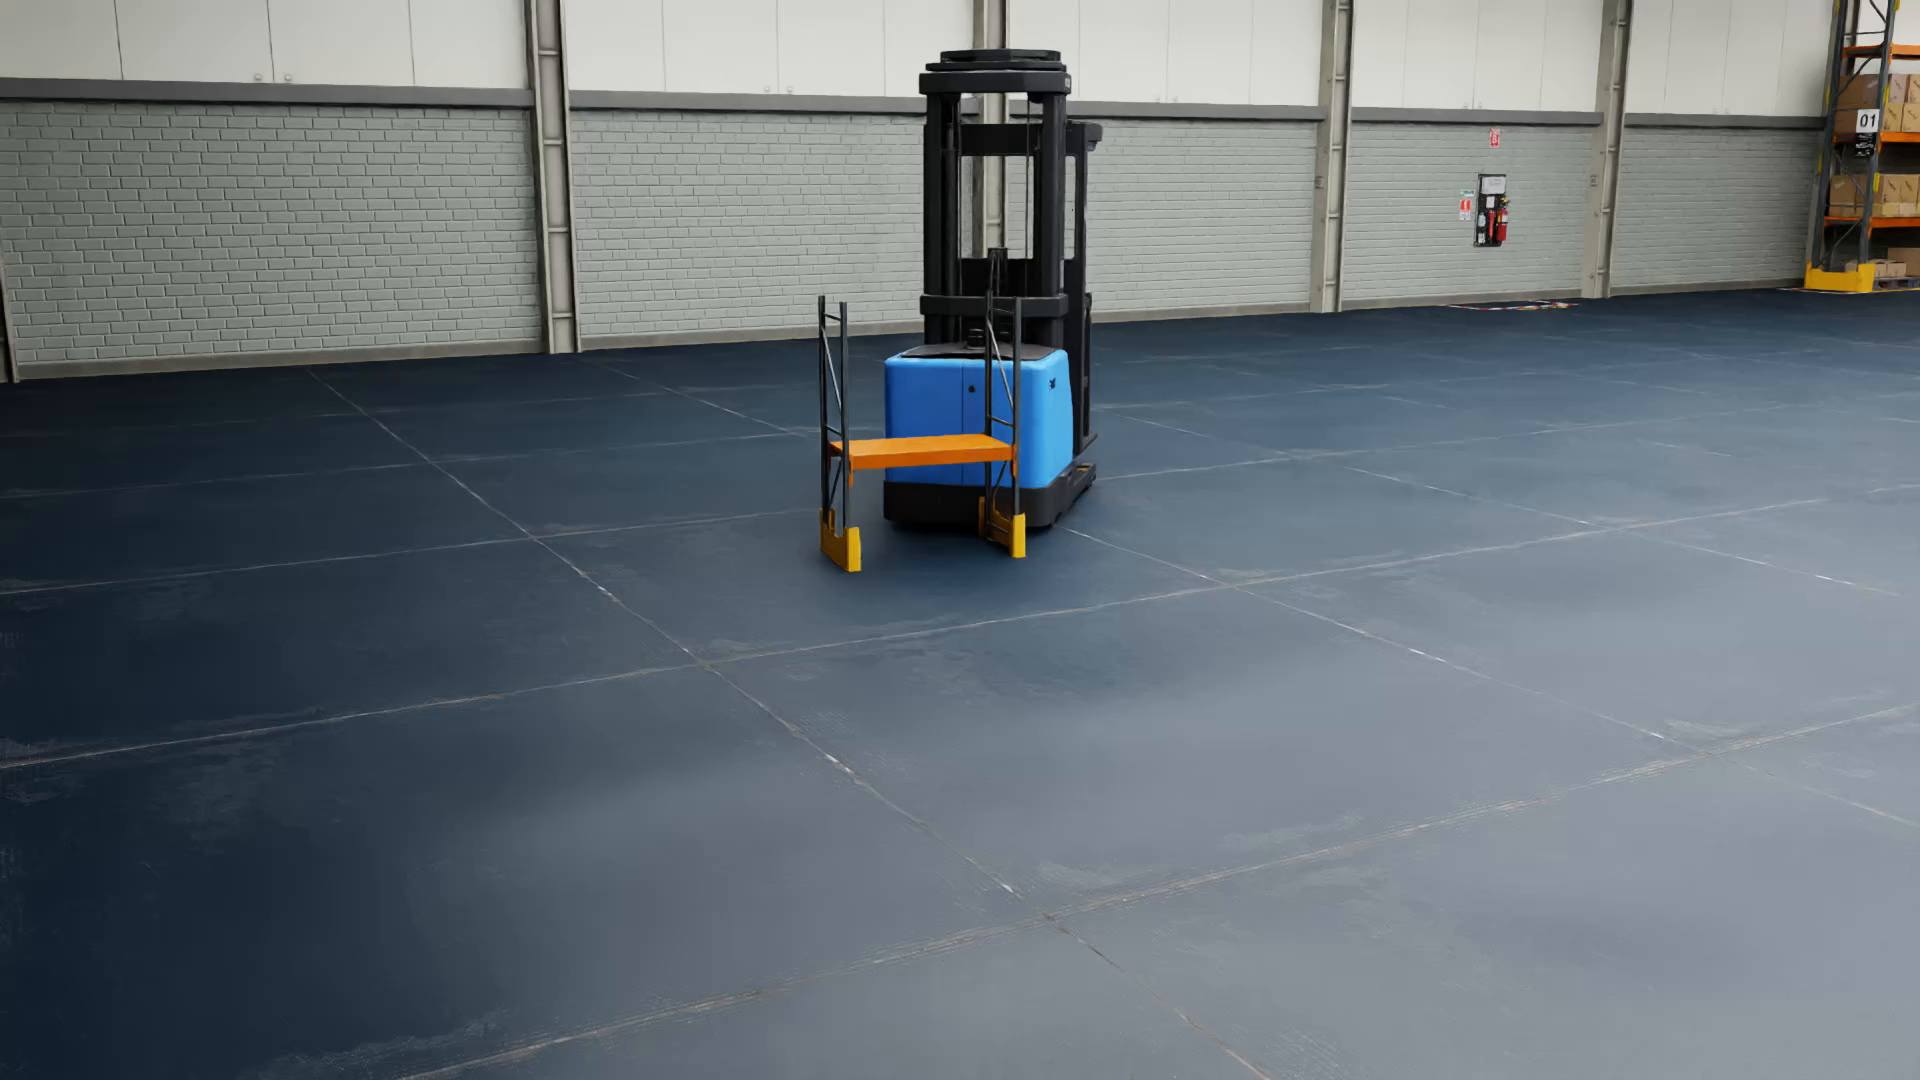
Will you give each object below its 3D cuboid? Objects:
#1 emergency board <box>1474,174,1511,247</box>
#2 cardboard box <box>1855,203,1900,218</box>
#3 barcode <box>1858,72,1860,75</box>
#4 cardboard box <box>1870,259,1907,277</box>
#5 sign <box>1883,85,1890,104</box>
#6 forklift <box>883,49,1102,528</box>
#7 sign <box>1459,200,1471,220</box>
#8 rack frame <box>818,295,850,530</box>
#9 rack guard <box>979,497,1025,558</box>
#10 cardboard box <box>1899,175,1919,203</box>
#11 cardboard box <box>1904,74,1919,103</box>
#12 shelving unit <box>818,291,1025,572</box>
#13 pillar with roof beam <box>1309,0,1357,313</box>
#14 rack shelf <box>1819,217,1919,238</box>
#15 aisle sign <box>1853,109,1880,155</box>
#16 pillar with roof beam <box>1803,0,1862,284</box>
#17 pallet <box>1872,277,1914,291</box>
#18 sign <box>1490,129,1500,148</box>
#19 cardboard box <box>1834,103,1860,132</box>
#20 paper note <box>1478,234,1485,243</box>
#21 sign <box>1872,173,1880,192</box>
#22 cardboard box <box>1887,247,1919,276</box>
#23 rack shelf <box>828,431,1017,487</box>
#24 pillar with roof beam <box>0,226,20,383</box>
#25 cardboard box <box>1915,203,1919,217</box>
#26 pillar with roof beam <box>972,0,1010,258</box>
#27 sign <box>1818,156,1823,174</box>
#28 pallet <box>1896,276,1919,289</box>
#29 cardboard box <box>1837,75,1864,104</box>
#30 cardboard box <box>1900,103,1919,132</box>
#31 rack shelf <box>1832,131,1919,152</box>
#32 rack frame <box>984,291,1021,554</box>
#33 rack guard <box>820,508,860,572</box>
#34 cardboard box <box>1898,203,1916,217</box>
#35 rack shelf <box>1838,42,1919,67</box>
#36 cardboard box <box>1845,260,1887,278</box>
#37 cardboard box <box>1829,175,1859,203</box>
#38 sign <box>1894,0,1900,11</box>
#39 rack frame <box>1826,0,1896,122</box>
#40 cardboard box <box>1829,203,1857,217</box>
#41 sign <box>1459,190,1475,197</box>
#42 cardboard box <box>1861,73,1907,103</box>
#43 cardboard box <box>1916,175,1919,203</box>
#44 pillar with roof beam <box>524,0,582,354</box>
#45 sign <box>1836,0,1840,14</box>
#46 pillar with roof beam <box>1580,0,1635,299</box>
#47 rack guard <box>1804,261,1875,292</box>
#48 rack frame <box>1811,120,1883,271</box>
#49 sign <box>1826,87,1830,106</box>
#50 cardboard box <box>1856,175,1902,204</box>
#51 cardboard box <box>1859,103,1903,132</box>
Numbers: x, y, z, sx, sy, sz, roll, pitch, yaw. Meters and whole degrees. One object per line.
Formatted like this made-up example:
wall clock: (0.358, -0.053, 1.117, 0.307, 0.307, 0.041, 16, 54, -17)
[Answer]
emergency board: (8.762, -5.395, 27.248, 0.643, 1.169, 0.194, -7, 14, -28)
cardboard box: (16.596, -5.965, 30.078, 0.500, 0.250, 0.500, -7, 15, -29)
barcode: (16.400, -8.502, 30.352, 0.075, 0.075, 0.001, -7, 14, -28)
cardboard box: (17.167, -5.056, 30.867, 0.500, 0.311, 0.500, -6, 14, -23)
sign: (16.276, -7.823, 29.218, 0.005, 0.325, 0.100, -7, 14, -28)
forklift: (0.353, -1.783, 11.357, 1.130, 2.935, 3.031, 3, 13, 13)
sign: (8.227, -5.374, 27.074, 0.234, 0.329, 0.001, -7, 14, -28)
rack frame: (-0.711, -0.614, 9.421, 0.032, 1.500, 0.500, -4, 13, -19)
rack guard: (0.245, -0.079, 9.892, 0.087, 0.250, 0.587, -4, 13, -19)
cardboard box: (17.018, -6.383, 30.228, 0.500, 0.500, 0.500, -7, 14, -28)
cardboard box: (16.935, -8.085, 29.819, 0.500, 0.500, 0.500, -7, 14, -29)
shelving unit: (-0.224, -0.652, 9.591, 1.083, 1.500, 0.587, -4, 13, -19)
pillar with roof beam: (7.746, -7.113, 21.221, 0.400, 9.000, 9.100, -7, 14, -28)
rack shelf: (17.771, -5.898, 31.122, 4.000, 0.370, 1.077, -7, 14, -28)
aisle sign: (16.096, -7.241, 29.532, 0.004, 0.787, 0.394, -7, 14, -28)
pillar with roof beam: (18.279, -8.376, 26.830, 0.400, 9.000, 9.100, -7, 14, -28)
pallet: (16.813, -4.764, 30.799, 1.213, 0.211, 1.003, -7, 14, -28)
sign: (8.707, -6.544, 27.075, 0.199, 0.298, 0.001, -7, 14, -28)
cardboard box: (16.261, -7.653, 30.177, 0.500, 0.500, 0.500, -6, 14, -24)
paper note: (8.574, -4.960, 27.321, 0.142, 0.148, 0.016, -7, 14, -28)
sign: (16.276, -6.356, 29.548, 0.005, 0.325, 0.100, -7, 14, -28)
cardboard box: (17.835, -5.216, 31.147, 0.500, 0.500, 0.700, -8, 15, -31)
rack shelf: (-0.232, -0.476, 9.628, 1.000, 0.185, 0.538, -4, 13, -19)
pillar with roof beam: (-8.053, -5.220, 12.807, 0.400, 9.000, 9.100, -7, 14, -28)
cardboard box: (17.495, -6.075, 30.566, 0.500, 0.250, 0.500, -7, 15, -29)
pillar with roof beam: (2.479, -6.482, 18.416, 0.400, 9.000, 9.100, -7, 14, -28)
sign: (15.768, -6.866, 30.430, 0.005, 0.325, 0.100, -7, 14, -28)
pallet: (17.882, -4.892, 31.365, 1.213, 0.211, 1.003, -7, 14, -28)
cardboard box: (16.269, -8.144, 30.081, 0.500, 0.500, 0.500, -6, 14, -25)
cardboard box: (16.918, -7.597, 29.928, 0.500, 0.500, 0.500, -6, 14, -24)
rack shelf: (17.771, -7.361, 30.792, 4.000, 0.370, 1.077, -7, 14, -28)
rack frame: (0.246, -0.689, 9.755, 0.032, 1.500, 0.500, -4, 13, -19)
rack guard: (-0.692, -0.006, 9.564, 0.087, 0.250, 0.587, -4, 13, -19)
cardboard box: (17.045, -6.022, 30.333, 0.500, 0.250, 0.500, -7, 15, -30)
rack shelf: (17.771, -8.823, 30.463, 4.000, 0.370, 1.077, -7, 14, -28)
cardboard box: (16.666, -4.996, 30.601, 0.500, 0.311, 0.500, -9, 15, -34)
cardboard box: (16.328, -6.431, 30.442, 0.500, 0.500, 0.500, -7, 14, -28)
sign: (16.276, -9.355, 28.873, 0.005, 0.325, 0.100, -7, 14, -28)
rack frame: (16.016, -8.965, 29.449, 0.127, 3.000, 1.000, -7, 14, -28)
cardboard box: (16.333, -6.061, 30.506, 0.500, 0.250, 0.500, -7, 14, -27)
sign: (8.236, -5.631, 27.011, 0.331, 0.109, 0.001, -7, 14, -28)
cardboard box: (16.470, -8.042, 29.628, 0.500, 0.500, 0.500, -8, 15, -32)
cardboard box: (17.474, -6.436, 30.464, 0.500, 0.500, 0.500, -7, 15, -30)
pillar with roof beam: (-2.787, -5.851, 15.612, 0.400, 9.000, 9.100, -7, 14, -28)
sign: (15.768, -9.607, 29.814, 0.005, 0.325, 0.100, -7, 14, -28)
pillar with roof beam: (13.012, -7.744, 24.026, 0.400, 9.000, 9.100, -7, 14, -28)
rack guard: (16.083, -4.827, 30.418, 0.348, 0.500, 1.175, -7, 14, -28)
rack frame: (16.016, -6.038, 30.108, 0.127, 3.000, 1.000, -7, 14, -28)
sign: (15.768, -8.043, 30.166, 0.005, 0.325, 0.100, -7, 14, -28)
cardboard box: (16.579, -6.333, 30.005, 0.500, 0.500, 0.500, -7, 14, -28)
cardboard box: (16.429, -7.547, 29.707, 0.500, 0.500, 0.500, -6, 14, -26)
